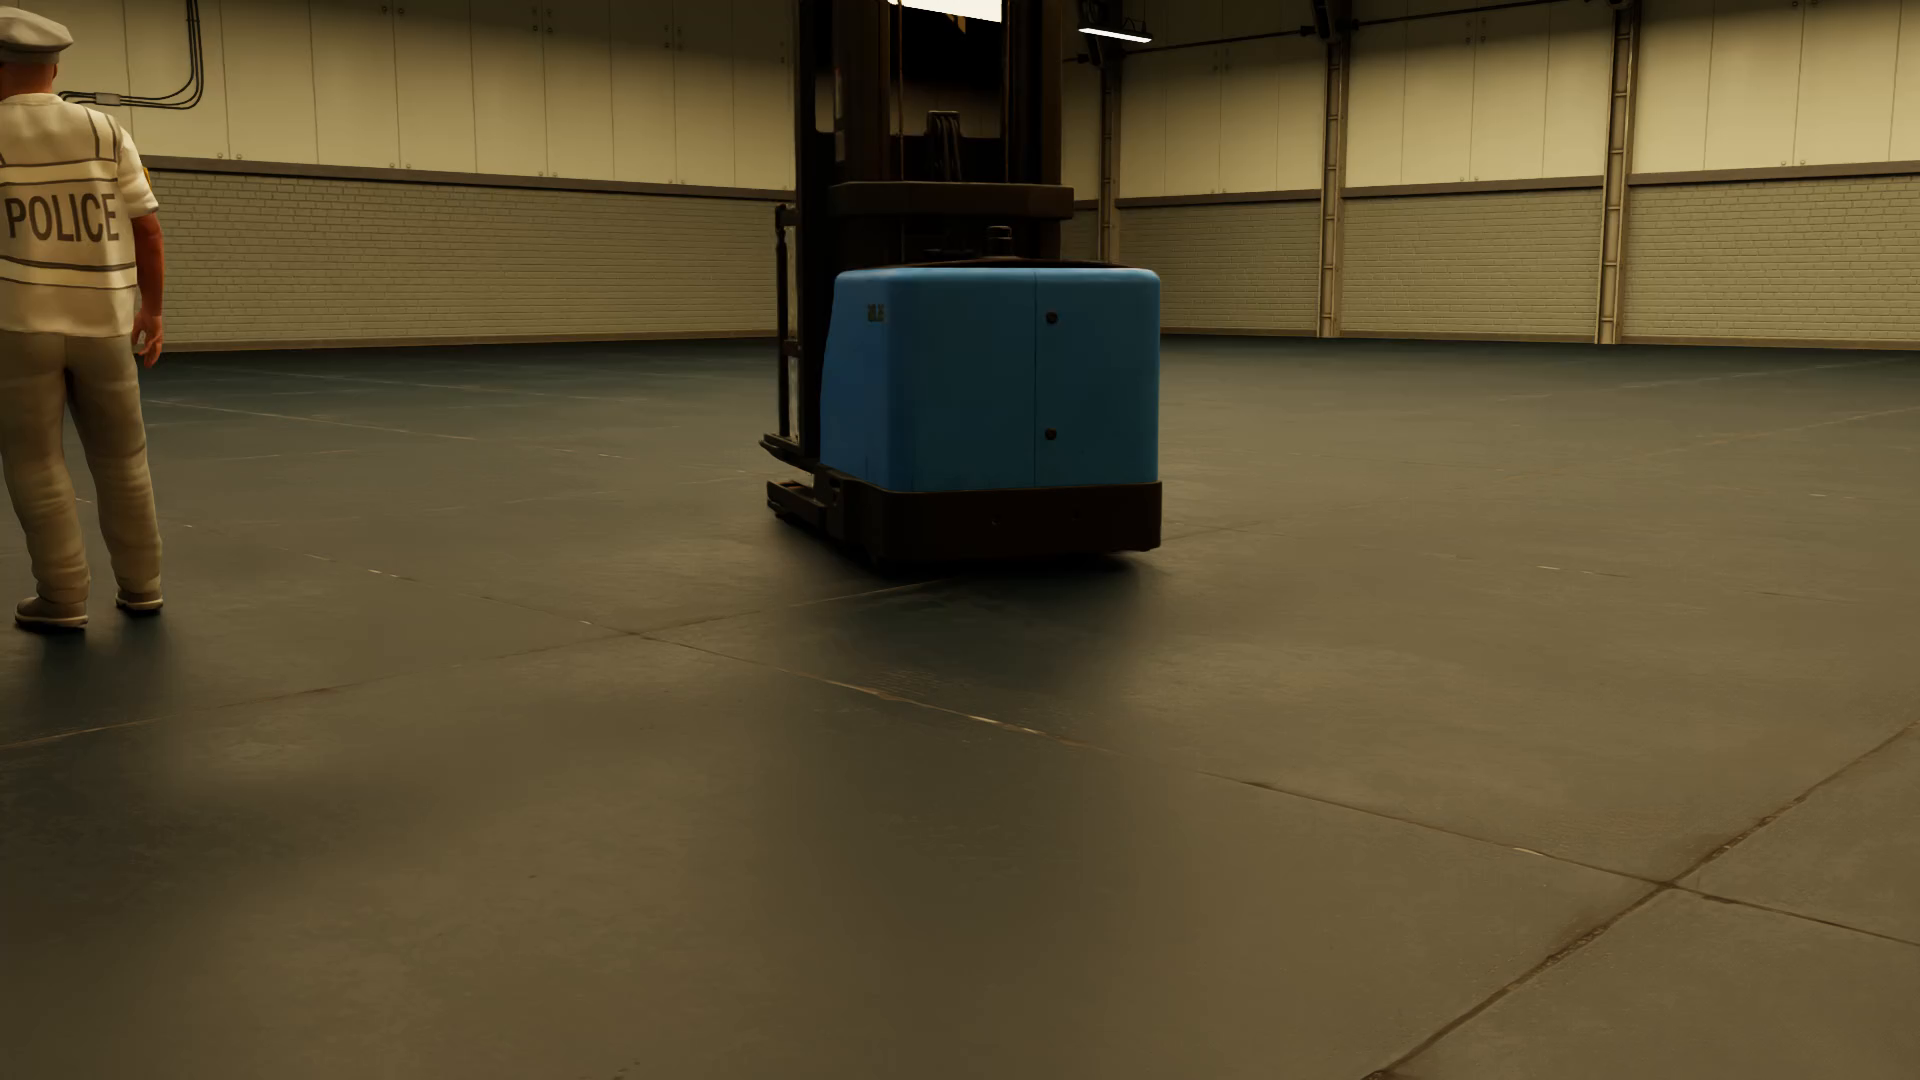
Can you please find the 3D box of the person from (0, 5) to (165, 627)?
[{"bbox_3d":[-2.687,-0.634,4.896,0.638,1.781,0.576,-8,12,-43],"label":"person"}]

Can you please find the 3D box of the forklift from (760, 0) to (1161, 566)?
[{"bbox_3d":[-0.221,-1.537,7.081,1.130,2.935,3.031,-3,9,-19],"label":"forklift"}]
